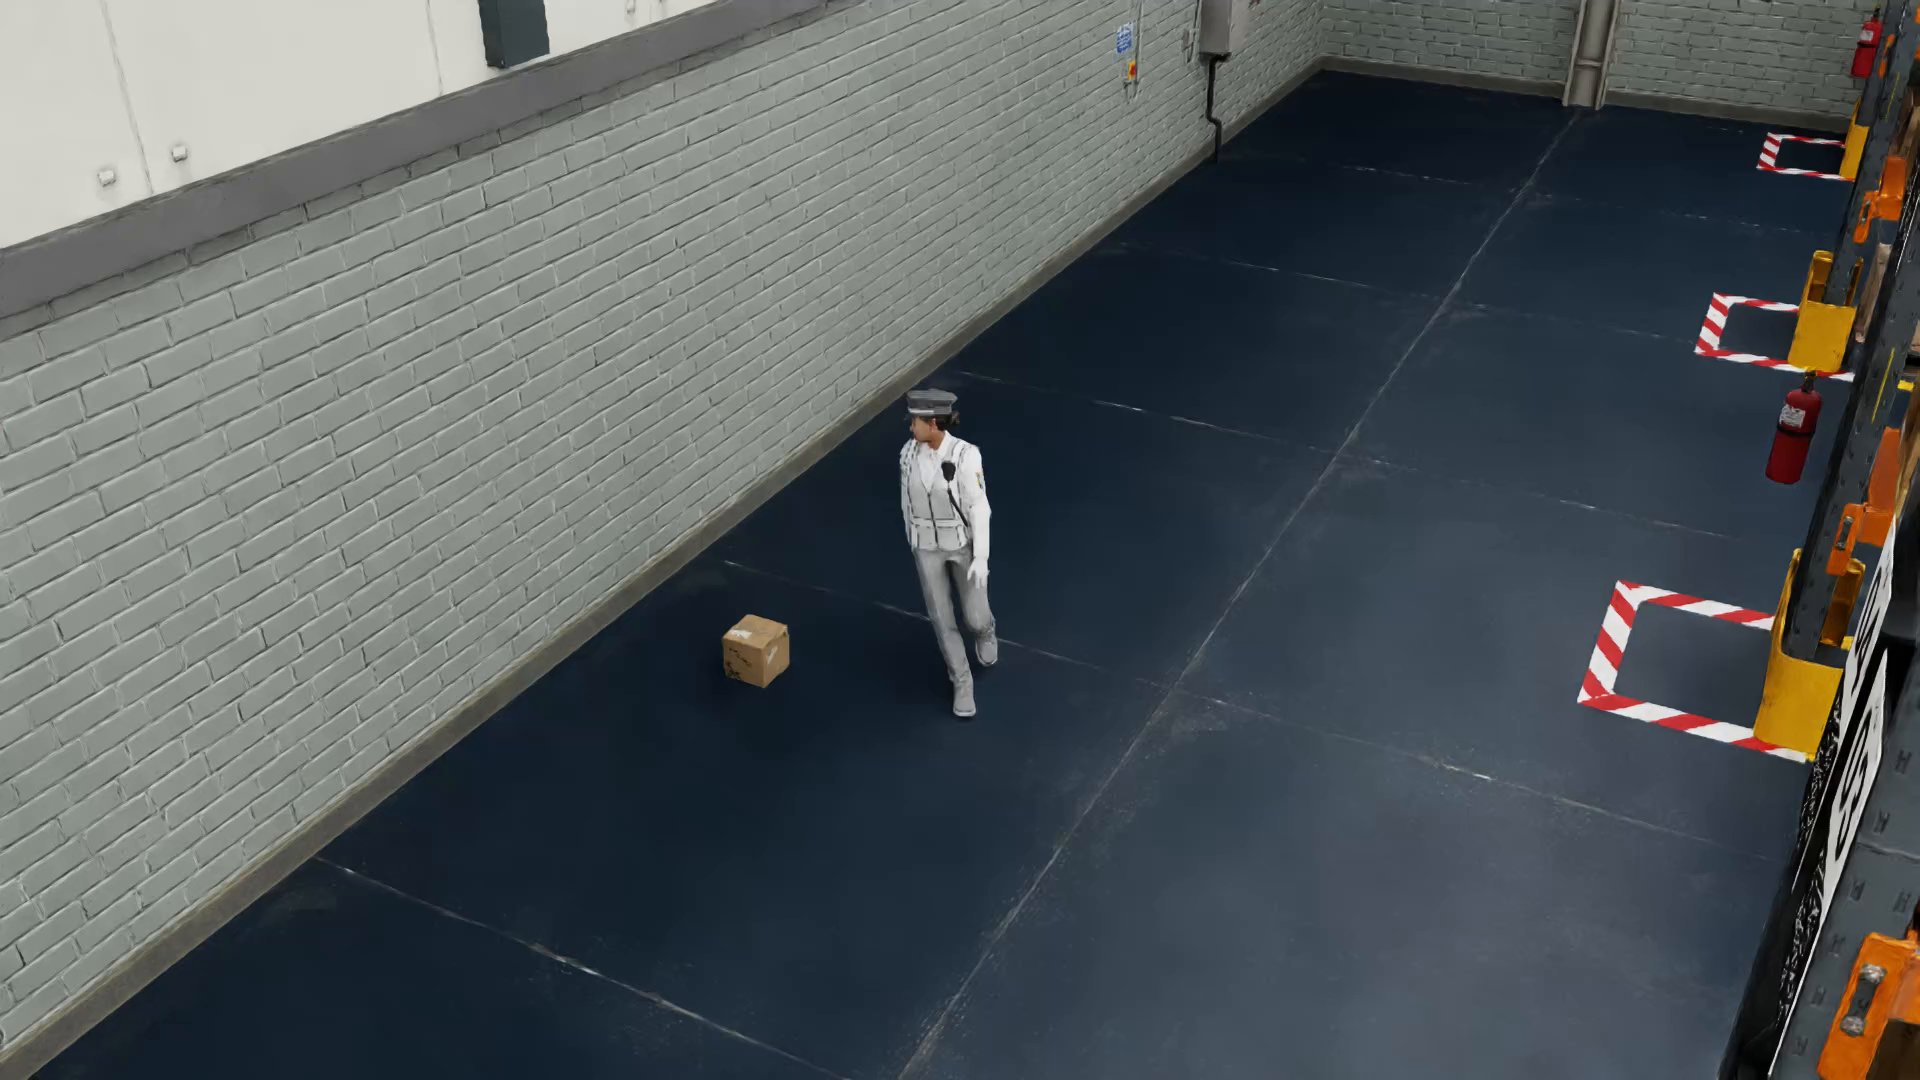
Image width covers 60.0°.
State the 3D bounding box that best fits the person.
[{"bbox_3d":[-0.077,0.036,8.249,0.527,1.625,0.605,8,31,14],"label":"person"}]
